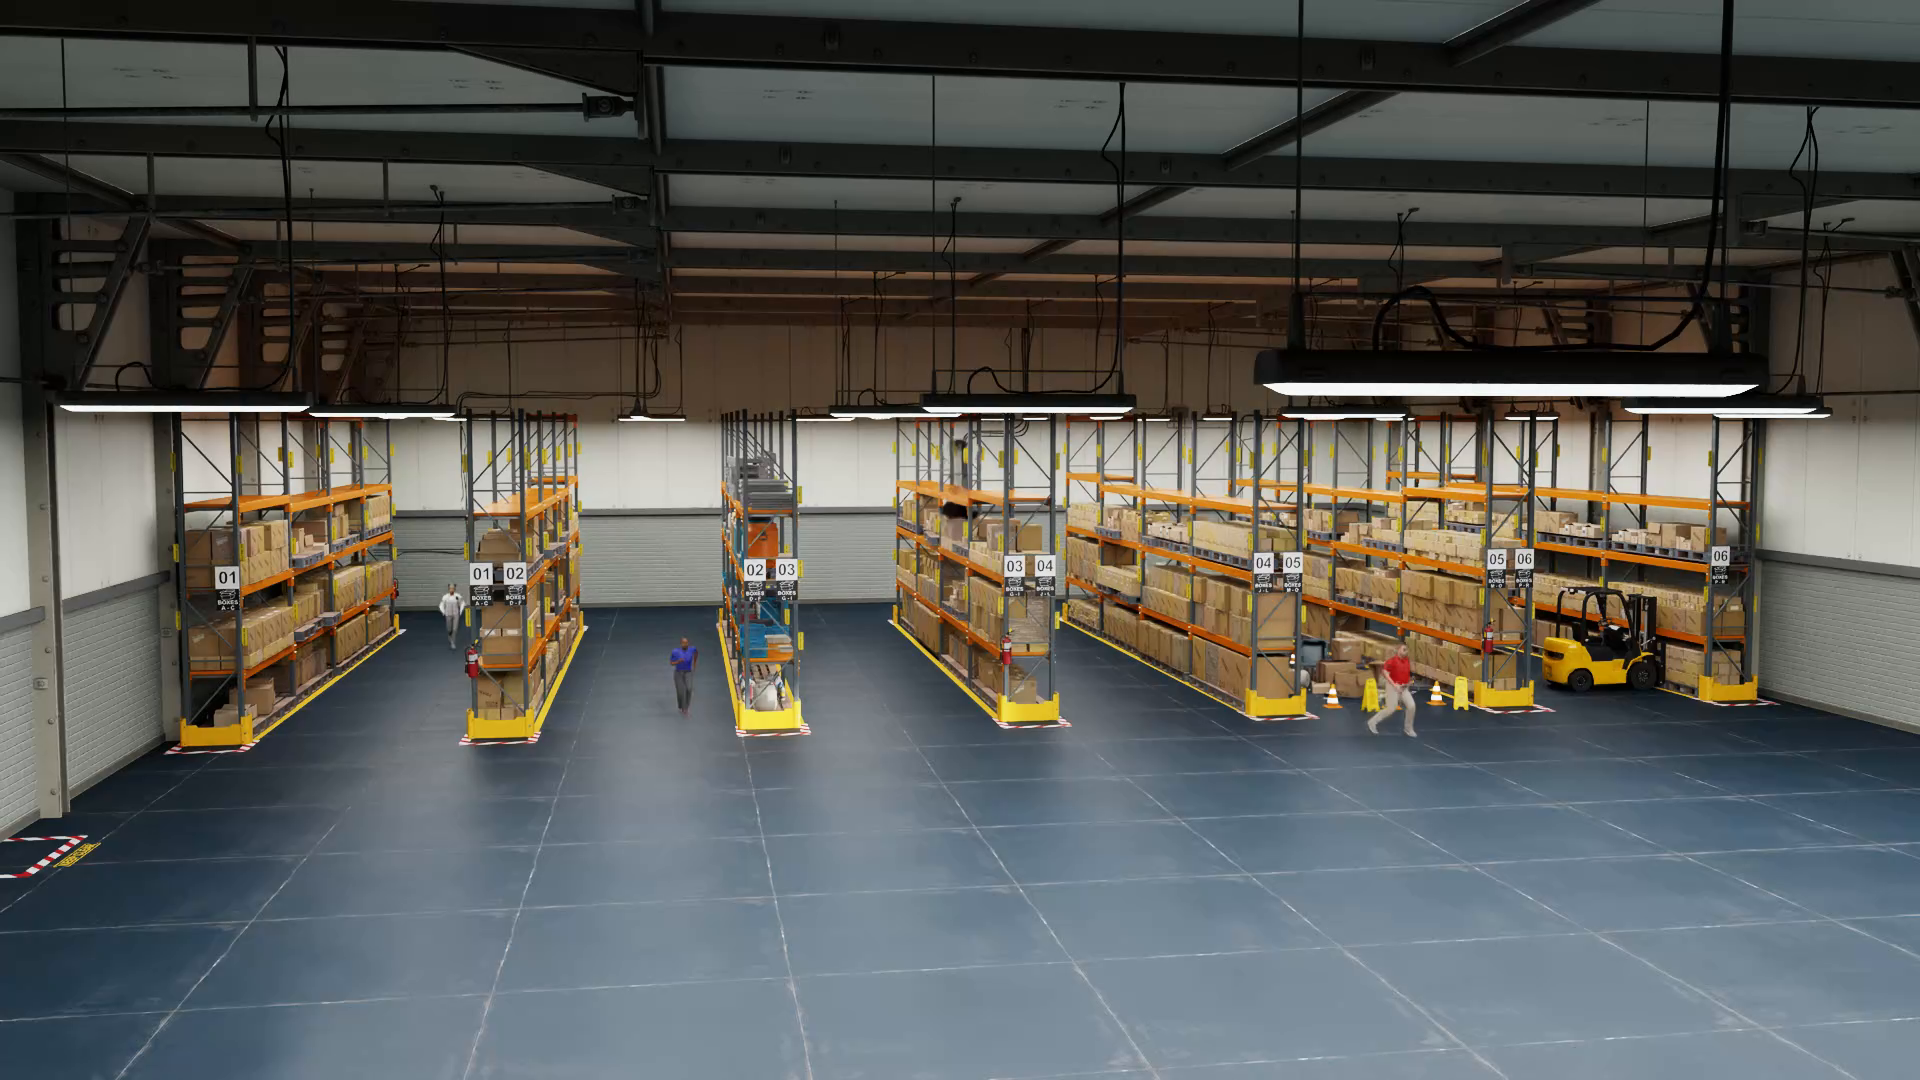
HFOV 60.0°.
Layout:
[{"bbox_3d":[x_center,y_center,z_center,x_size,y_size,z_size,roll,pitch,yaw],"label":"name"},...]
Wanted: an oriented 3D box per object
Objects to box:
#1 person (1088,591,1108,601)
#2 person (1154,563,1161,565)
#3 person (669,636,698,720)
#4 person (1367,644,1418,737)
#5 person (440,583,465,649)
[{"bbox_3d":[4.196,1.339,50.247,0.762,1.835,0.625,-3,5,-35],"label":"person"},{"bbox_3d":[5.719,1.523,47.799,0.691,1.737,0.633,-2,4,-25],"label":"person"},{"bbox_3d":[-5.370,2.663,32.343,0.565,1.612,0.894,-1,4,-13],"label":"person"},{"bbox_3d":[8.001,2.773,30.558,0.897,1.736,0.735,-3,5,-39],"label":"person"},{"bbox_3d":[-13.017,1.935,42.674,0.629,1.675,0.677,-1,4,-17],"label":"person"}]
